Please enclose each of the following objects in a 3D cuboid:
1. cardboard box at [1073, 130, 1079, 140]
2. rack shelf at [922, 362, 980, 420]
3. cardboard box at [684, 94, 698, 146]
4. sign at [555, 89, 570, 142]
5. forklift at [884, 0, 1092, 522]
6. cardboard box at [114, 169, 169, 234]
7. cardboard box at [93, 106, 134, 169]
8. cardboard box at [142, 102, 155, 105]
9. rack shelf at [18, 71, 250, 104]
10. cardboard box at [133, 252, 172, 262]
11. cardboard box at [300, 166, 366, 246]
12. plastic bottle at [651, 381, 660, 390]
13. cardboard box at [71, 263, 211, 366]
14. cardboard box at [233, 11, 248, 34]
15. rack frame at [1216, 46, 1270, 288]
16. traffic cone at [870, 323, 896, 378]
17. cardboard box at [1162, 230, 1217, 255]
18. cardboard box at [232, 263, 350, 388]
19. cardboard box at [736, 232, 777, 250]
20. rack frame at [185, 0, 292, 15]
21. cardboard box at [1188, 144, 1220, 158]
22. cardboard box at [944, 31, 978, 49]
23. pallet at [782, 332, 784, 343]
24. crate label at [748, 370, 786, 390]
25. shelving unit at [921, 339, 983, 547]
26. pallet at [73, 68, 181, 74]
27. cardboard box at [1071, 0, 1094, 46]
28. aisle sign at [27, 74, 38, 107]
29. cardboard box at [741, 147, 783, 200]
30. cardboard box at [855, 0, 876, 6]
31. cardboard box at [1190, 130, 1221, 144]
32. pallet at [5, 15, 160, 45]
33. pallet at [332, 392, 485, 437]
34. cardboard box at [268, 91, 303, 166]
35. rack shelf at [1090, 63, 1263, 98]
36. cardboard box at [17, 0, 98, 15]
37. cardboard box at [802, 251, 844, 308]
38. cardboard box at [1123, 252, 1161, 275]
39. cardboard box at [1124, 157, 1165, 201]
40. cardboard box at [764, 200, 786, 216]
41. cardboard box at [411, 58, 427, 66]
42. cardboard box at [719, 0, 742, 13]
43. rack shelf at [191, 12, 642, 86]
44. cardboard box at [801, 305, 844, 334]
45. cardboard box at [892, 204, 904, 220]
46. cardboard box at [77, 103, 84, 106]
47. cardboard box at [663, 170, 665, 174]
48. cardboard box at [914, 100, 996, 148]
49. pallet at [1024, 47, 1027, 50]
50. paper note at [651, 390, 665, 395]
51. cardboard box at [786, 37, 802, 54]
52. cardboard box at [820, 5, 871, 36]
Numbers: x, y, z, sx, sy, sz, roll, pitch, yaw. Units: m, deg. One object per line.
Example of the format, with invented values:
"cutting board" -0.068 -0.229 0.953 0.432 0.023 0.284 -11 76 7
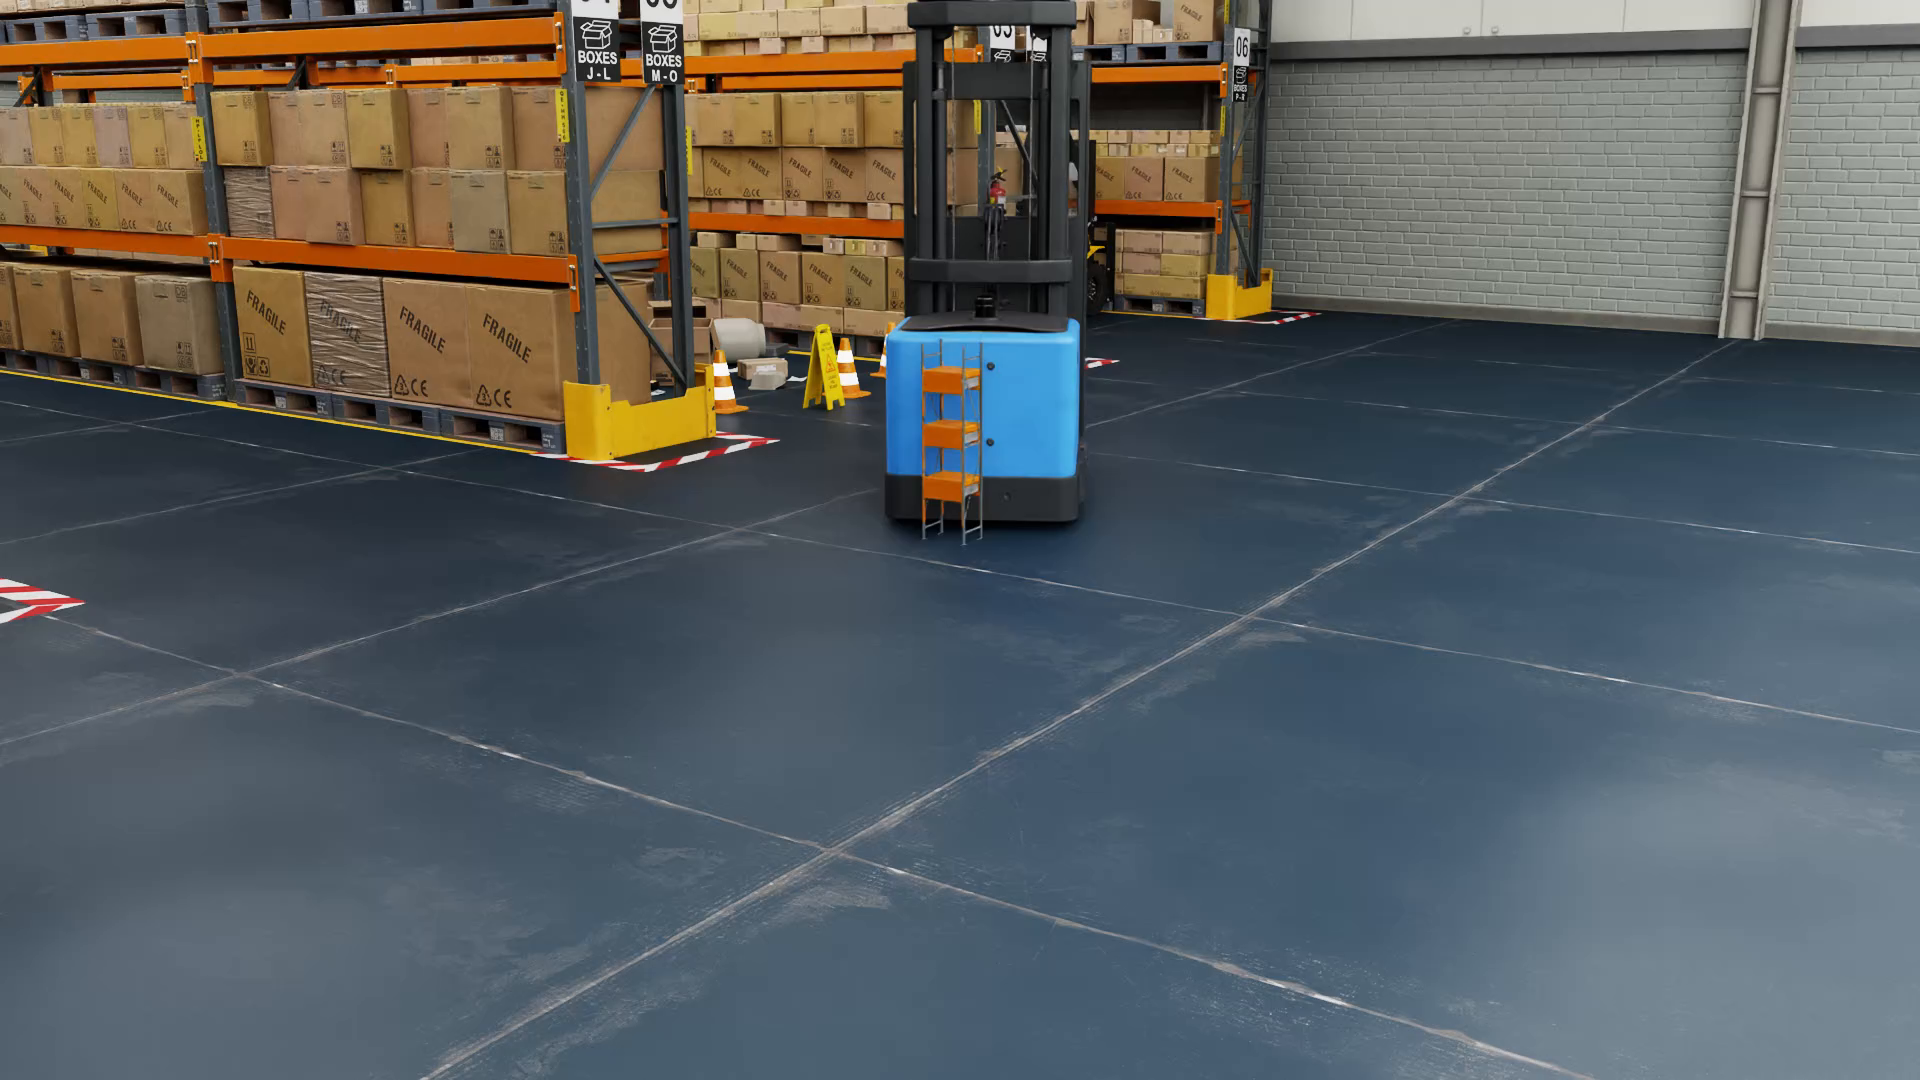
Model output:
"cardboard box" 1.559 -4.820 19.875 0.250 0.149 0.380 9 17 34
"rack shelf" -0.040 -0.773 8.625 0.240 0.259 0.215 8 16 29
"cardboard box" -2.592 -4.224 16.736 0.500 0.500 0.700 9 17 32
"sign" -2.510 -2.682 10.511 0.005 0.325 0.100 9 17 33
"forklift" 0.233 -1.821 10.079 1.130 2.935 3.031 1 14 5
"cardboard box" -6.517 -2.780 13.604 0.500 0.500 0.500 9 17 32
"cardboard box" -6.778 -3.383 13.958 0.500 0.500 0.700 9 17 33
"cardboard box" -10.488 -5.670 21.847 0.250 0.149 0.380 9 17 32
"rack shelf" -11.134 -6.096 22.461 4.000 0.370 1.077 9 17 33
"cardboard box" -10.679 -3.906 22.820 0.875 0.438 0.875 9 16 31
"cardboard box" -4.351 -2.508 12.400 0.550 0.550 0.875 9 17 33
"plastic bottle" -2.679 -1.302 13.954 0.283 0.061 0.133 3 14 14
"cardboard box" -6.879 -1.955 14.285 0.750 0.750 1.050 9 17 33
"cardboard box" -8.905 -6.253 20.517 0.500 0.500 0.500 9 16 32
"rack frame" 3.250 -4.102 19.150 0.127 3.000 1.000 9 17 33
"traffic cone" -0.594 -1.680 14.649 0.334 0.463 0.336 9 17 33
"cardboard box" 2.694 -3.456 19.308 0.500 0.250 0.500 10 17 35
"cardboard box" -5.032 -1.722 13.083 0.875 0.875 0.875 9 17 34
"cardboard box" -2.000 -2.966 16.499 0.250 0.149 0.380 10 17 35
"rack frame" -5.515 -5.559 12.554 0.127 3.000 1.000 9 17 33
"cardboard box" 2.806 -4.456 19.022 0.250 0.149 0.380 9 17 34
"cardboard box" 0.030 -4.438 14.788 0.250 0.149 0.380 9 17 33
"pallet" -2.259 -2.211 17.317 1.213 0.211 1.003 9 17 33
"crate label" -1.618 -1.348 13.986 0.298 0.136 0.250 1 14 4
"shelving unit" -0.040 -0.508 8.691 0.252 1.050 0.215 8 16 29
"pallet" -11.156 -6.409 22.414 1.213 0.211 1.003 9 17 33
"cardboard box" 1.488 -6.114 19.741 0.637 0.503 0.797 10 17 35
"aisle sign" -13.015 -6.471 23.311 0.004 0.787 0.394 9 17 33
"cardboard box" -1.788 -3.594 16.271 0.500 0.500 0.500 9 17 32
"cardboard box" -0.758 -4.970 15.281 0.250 0.149 0.380 9 17 33
"cardboard box" 2.835 -4.615 19.049 0.250 0.149 0.380 9 17 33
"pallet" -7.341 -4.323 14.195 1.213 0.211 1.003 10 17 35
"pallet" -3.911 -1.013 12.475 1.213 0.211 1.003 9 17 33
"cardboard box" -4.707 -3.137 12.696 0.550 0.550 0.875 9 17 33
"rack shelf" 1.590 -5.477 19.960 4.000 0.370 1.077 9 17 33
"cardboard box" -7.515 -4.572 13.911 0.500 0.311 0.500 9 16 32
"cardboard box" -1.177 -2.538 16.123 0.500 0.500 0.500 9 16 32
"cardboard box" 2.261 -3.286 19.662 0.500 0.250 0.500 9 17 32
"cardboard box" 2.270 -4.235 19.482 0.500 0.500 0.500 10 17 35
"cardboard box" -1.698 -3.246 16.218 0.250 0.149 0.380 9 17 33
"cardboard box" -5.989 -5.442 18.846 0.250 0.149 0.380 9 17 33
"cardboard box" -2.108 -5.155 16.026 0.250 0.149 0.380 9 17 32
"rack shelf" -3.856 -3.486 11.918 4.000 0.370 1.077 9 17 33
"cardboard box" -1.201 -2.175 16.217 0.500 0.250 0.500 8 16 31
"cardboard box" -0.420 -3.048 15.415 0.250 0.149 0.380 9 16 32
"cardboard box" -11.769 -5.868 22.647 0.250 0.149 0.380 9 17 33
"cardboard box" -3.348 -4.061 17.284 0.500 0.500 0.500 9 16 32
"cardboard box" -0.063 -3.815 15.083 0.500 0.500 0.700 9 16 31
"pallet" 0.653 -5.942 20.526 1.213 0.211 1.003 9 17 33
"paper note" -2.515 -1.212 13.660 0.144 0.017 0.142 -10 17 -35
"cardboard box" -1.433 -4.684 15.783 0.250 0.149 0.380 9 17 33
"cardboard box" -0.942 -4.790 15.383 0.500 0.250 0.500 10 17 34
